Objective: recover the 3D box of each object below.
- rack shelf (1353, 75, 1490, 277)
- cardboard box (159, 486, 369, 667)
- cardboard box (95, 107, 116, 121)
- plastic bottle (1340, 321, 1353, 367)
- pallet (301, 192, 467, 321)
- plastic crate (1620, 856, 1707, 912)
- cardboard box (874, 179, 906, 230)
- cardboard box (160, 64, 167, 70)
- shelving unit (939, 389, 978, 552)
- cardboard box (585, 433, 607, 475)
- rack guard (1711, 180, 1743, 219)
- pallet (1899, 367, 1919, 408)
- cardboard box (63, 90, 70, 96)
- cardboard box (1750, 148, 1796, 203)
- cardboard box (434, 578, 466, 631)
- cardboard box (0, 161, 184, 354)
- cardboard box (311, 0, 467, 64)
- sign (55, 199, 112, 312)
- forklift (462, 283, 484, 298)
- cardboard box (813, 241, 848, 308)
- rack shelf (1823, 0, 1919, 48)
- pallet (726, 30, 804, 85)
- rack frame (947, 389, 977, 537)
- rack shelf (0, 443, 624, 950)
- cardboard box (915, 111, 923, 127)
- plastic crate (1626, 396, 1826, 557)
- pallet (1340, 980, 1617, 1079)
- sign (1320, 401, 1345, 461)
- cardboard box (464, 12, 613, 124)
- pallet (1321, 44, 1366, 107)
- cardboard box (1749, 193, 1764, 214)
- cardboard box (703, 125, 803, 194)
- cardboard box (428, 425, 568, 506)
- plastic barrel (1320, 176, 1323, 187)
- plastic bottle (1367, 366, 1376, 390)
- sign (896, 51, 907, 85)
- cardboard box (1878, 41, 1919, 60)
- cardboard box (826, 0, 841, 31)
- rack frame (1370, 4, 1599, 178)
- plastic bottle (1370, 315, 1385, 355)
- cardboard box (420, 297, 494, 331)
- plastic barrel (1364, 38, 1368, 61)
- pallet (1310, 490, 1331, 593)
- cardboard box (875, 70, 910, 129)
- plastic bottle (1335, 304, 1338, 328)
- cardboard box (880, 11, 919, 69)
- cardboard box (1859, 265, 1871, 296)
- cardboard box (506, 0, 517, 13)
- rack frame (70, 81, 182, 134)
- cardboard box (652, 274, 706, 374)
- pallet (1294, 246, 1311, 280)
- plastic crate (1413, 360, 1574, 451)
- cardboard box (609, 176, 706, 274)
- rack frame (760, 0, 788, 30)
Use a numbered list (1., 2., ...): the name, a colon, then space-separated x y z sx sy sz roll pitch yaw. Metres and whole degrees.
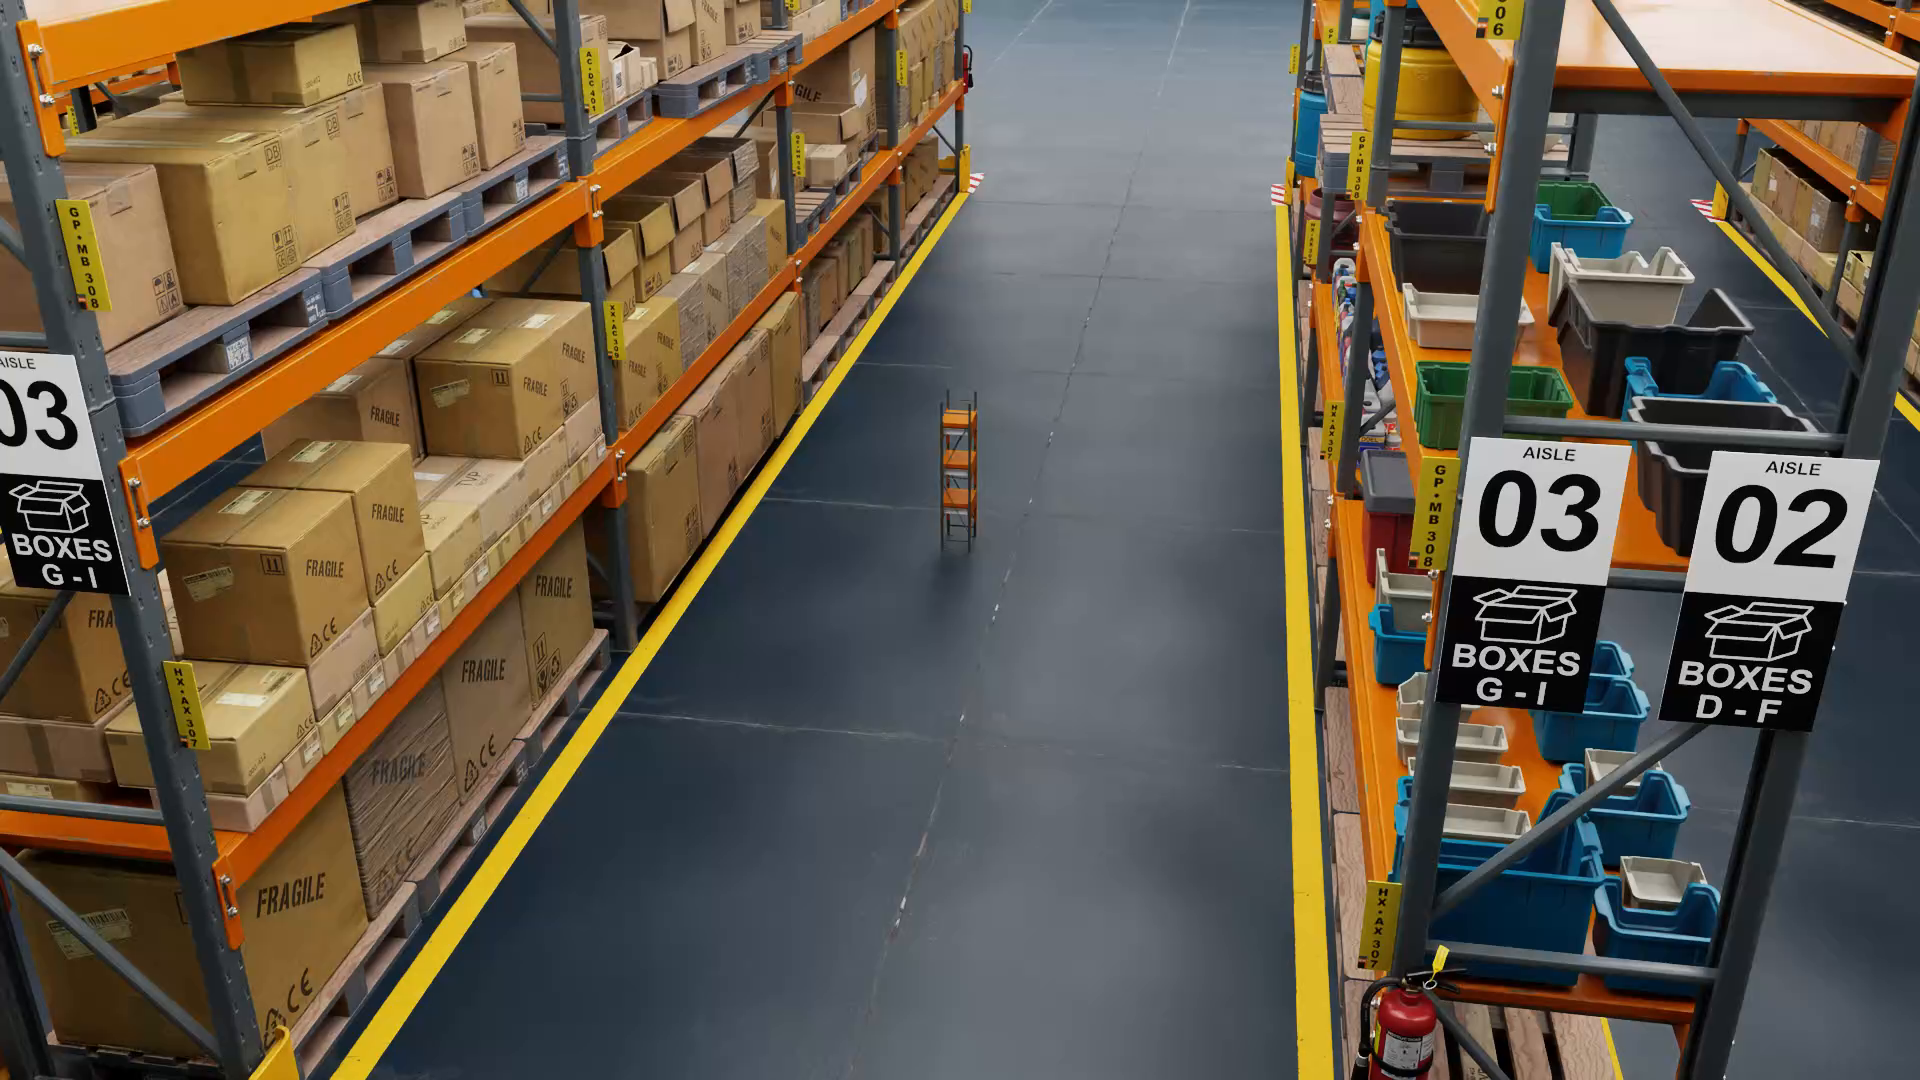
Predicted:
1. rack shelf: 2.793 -2.269 9.869 1.077 0.370 4.000 4 25 9
2. cardboard box: -2.647 0.133 6.370 0.500 0.500 0.500 3 25 7
3. cardboard box: -10.281 -4.950 20.151 0.500 0.500 0.500 3 25 7
4. plastic bottle: 2.474 -1.245 10.430 0.144 0.351 0.185 4 25 9
5. pallet: -2.766 -1.211 6.865 1.003 0.211 1.213 4 25 9
6. plastic crate: 2.312 1.157 5.481 0.250 0.136 0.298 4 25 9
7. cardboard box: -0.922 -3.551 17.752 0.500 0.500 0.500 13 28 25
8. cardboard box: -10.081 -5.944 20.706 0.380 0.149 0.250 4 25 8
9. shelving unit: -0.009 -0.453 10.980 0.215 1.050 0.252 4 25 9
10. cardboard box: -2.147 -0.479 9.031 0.380 0.149 0.250 4 25 9
11. rack guard: 9.317 -3.952 19.102 1.175 0.500 0.348 4 25 9
12. pallet: 8.381 -1.315 13.811 1.003 0.211 1.213 4 25 9
13. cardboard box: -10.431 -5.208 19.135 0.380 0.149 0.250 4 25 8
14. cardboard box: 8.926 -3.940 17.993 0.500 0.500 0.500 4 25 9
15. cardboard box: -2.440 0.275 7.420 0.380 0.149 0.250 3 25 7
16. cardboard box: -3.042 -0.930 5.430 0.700 0.500 0.500 3 25 5
17. cardboard box: -2.580 -2.329 7.533 0.500 0.250 0.500 2 25 5
18. sign: -2.527 -0.819 4.799 0.100 0.325 0.005 4 25 9
19. forklift: -4.417 -2.524 13.185 1.130 2.935 3.031 -8 26 -16
20. cardboard box: -1.422 -2.468 15.414 0.700 0.500 0.500 2 25 4
21. rack shelf: 8.987 -5.270 16.281 1.077 0.370 4.000 4 25 9
22. pallet: -1.819 -3.416 11.693 1.213 0.211 1.003 5 26 11
23. rack frame: 0.011 -0.504 11.089 0.200 1.050 0.008 4 25 9
24. rack shelf: -2.747 0.420 7.664 1.077 0.370 4.000 4 25 9
25. cardboard box: -0.601 -4.461 17.538 0.380 0.149 0.250 4 25 9
26. plastic crate: 2.150 -0.168 4.686 0.497 0.269 0.590 4 25 9
27. pallet: 1.985 2.194 6.313 1.003 0.211 1.213 4 25 9
28. sign: 1.924 -0.564 8.590 0.100 0.325 0.005 4 25 9
29. cardboard box: -2.335 -2.580 9.072 0.700 0.500 0.500 5 25 10
30. pallet: 2.898 -3.032 10.874 1.003 0.211 1.213 4 25 9
31. cardboard box: 8.928 -3.600 18.151 0.500 0.250 0.500 4 25 9
32. cardboard box: -1.725 -3.120 13.764 0.700 0.500 0.500 8 26 16
33. cardboard box: -2.316 -0.390 8.371 0.500 0.250 0.500 5 26 10
34. plastic barrel: 3.210 -2.934 13.820 0.433 0.535 0.433 0 25 0
35. plastic bottle: 2.324 -0.862 9.611 0.144 0.351 0.185 4 25 9
36. sign: -0.565 -4.576 16.122 0.100 0.325 0.005 4 25 9
37. cardboard box: 8.726 -4.220 15.078 0.700 0.500 0.500 4 25 9
38. cardboard box: -1.280 -4.316 13.570 0.500 0.250 0.500 5 25 10
39. rack frame: 2.466 -3.117 7.293 1.000 3.000 0.127 4 25 9
40. plastic bottle: 2.646 -1.291 10.527 0.144 0.351 0.185 4 25 9
41. cardboard box: -2.751 -0.967 8.718 0.500 0.500 0.500 4 25 9
42. plastic barrel: 2.720 -3.124 10.535 0.294 0.245 0.294 0 25 0
43. pallet: 2.830 0.032 10.933 1.003 0.211 1.213 4 25 9
44. cardboard box: -0.978 -4.452 16.755 0.875 0.500 0.500 4 25 9
45. plastic bottle: 2.587 -1.528 11.210 0.097 0.201 0.097 0 25 0
46. cardboard box: -0.708 -5.101 16.962 0.500 0.500 0.500 4 25 9
47. cardboard box: 8.259 -2.235 14.573 0.500 0.311 0.500 4 25 8
48. cardboard box: -5.659 -6.091 19.273 0.875 0.550 0.550 4 25 9
49. rack frame: -6.643 -2.802 13.697 1.000 3.000 0.127 4 25 9
50. cardboard box: -1.935 -1.383 10.548 0.500 0.500 0.500 3 25 7
51. pallet: 3.924 -2.760 16.898 1.003 0.211 1.213 4 25 9
52. plastic crate: 1.692 -0.421 5.324 0.450 0.188 0.336 4 25 9
53. cardboard box: -2.114 -2.057 10.806 0.797 0.503 0.637 5 26 10
54. rack frame: -1.767 -5.133 11.601 1.000 3.000 0.127 4 25 9
